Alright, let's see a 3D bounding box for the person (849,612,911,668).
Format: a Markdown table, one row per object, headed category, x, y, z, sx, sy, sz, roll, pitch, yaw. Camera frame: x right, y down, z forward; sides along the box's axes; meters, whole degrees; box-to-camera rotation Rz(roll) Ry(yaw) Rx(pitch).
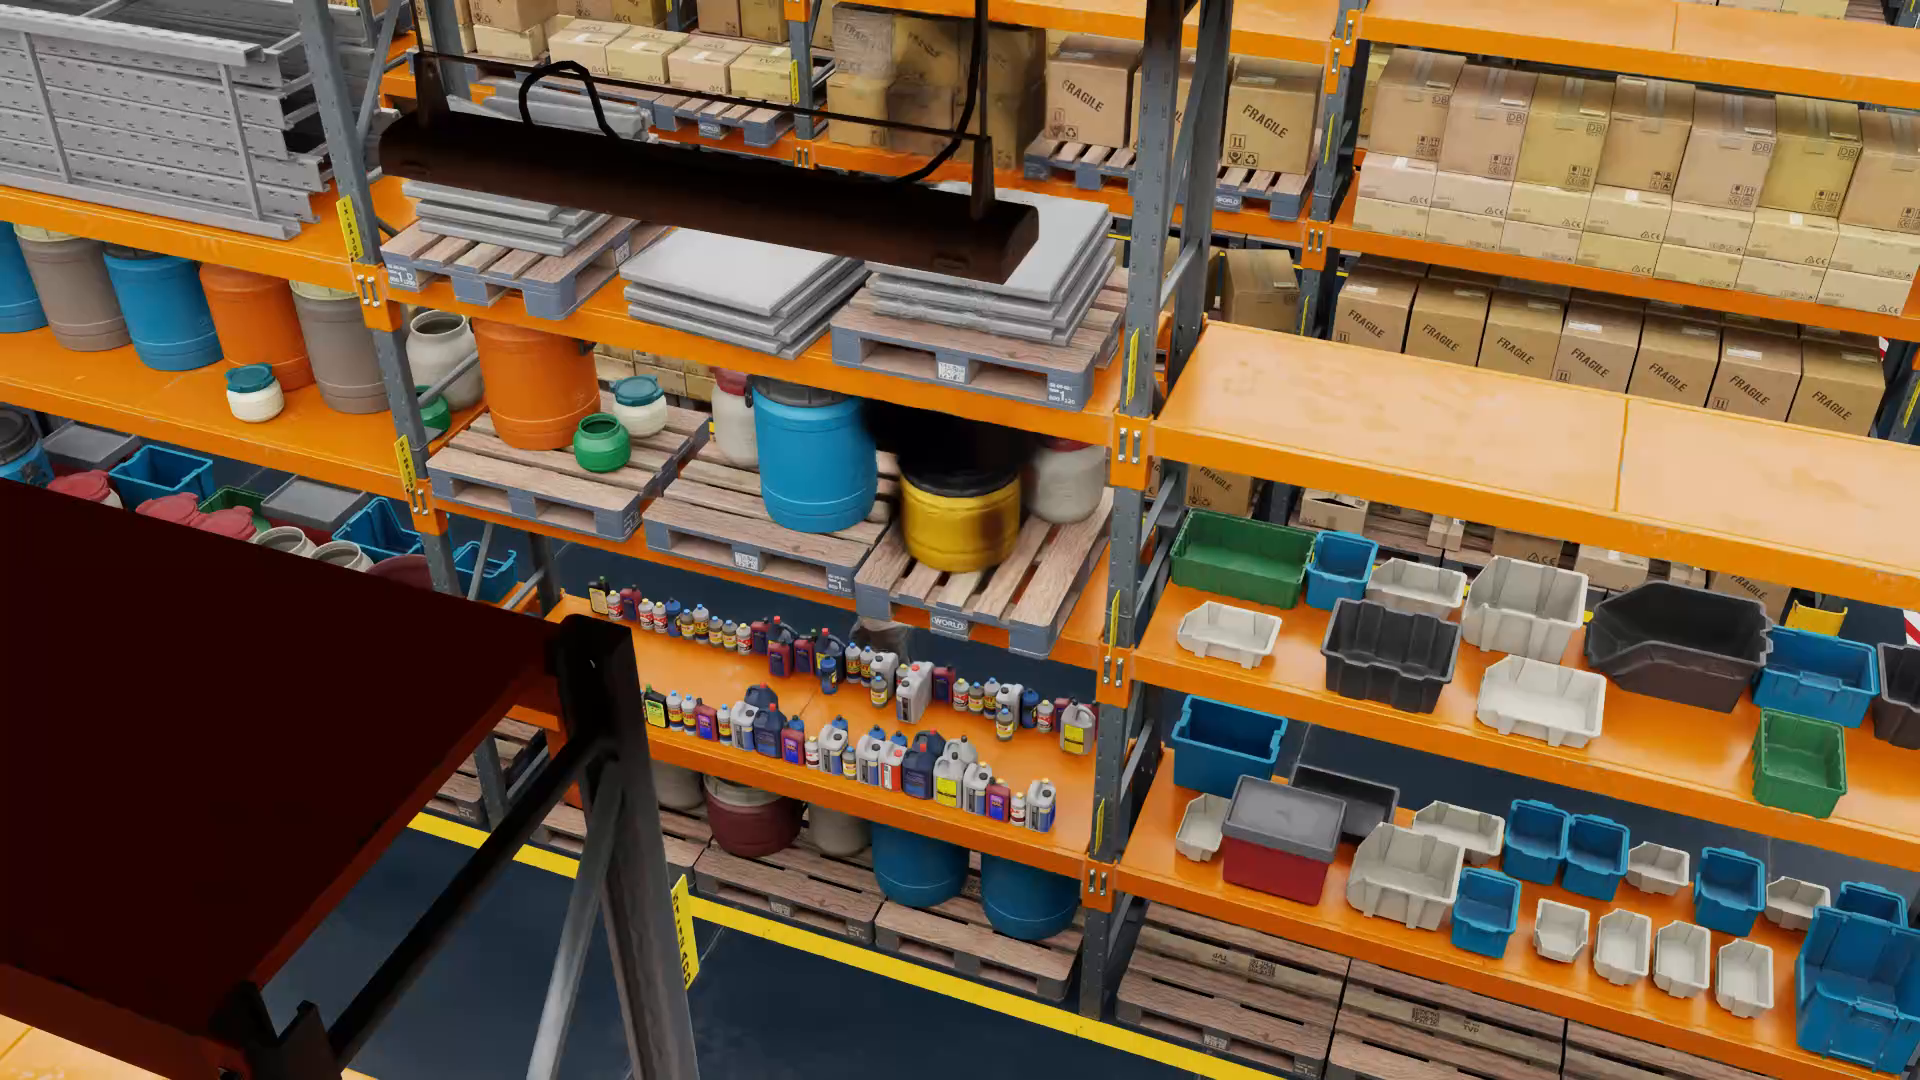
| category | x | y | z | sx | sy | sz | roll | pitch | yaw |
| --- | --- | --- | --- | --- | --- | --- | --- | --- | --- |
| person | -0.511 | 0.524 | 11.245 | 0.874 | 1.823 | 0.596 | 8 | 37 | 11 |
